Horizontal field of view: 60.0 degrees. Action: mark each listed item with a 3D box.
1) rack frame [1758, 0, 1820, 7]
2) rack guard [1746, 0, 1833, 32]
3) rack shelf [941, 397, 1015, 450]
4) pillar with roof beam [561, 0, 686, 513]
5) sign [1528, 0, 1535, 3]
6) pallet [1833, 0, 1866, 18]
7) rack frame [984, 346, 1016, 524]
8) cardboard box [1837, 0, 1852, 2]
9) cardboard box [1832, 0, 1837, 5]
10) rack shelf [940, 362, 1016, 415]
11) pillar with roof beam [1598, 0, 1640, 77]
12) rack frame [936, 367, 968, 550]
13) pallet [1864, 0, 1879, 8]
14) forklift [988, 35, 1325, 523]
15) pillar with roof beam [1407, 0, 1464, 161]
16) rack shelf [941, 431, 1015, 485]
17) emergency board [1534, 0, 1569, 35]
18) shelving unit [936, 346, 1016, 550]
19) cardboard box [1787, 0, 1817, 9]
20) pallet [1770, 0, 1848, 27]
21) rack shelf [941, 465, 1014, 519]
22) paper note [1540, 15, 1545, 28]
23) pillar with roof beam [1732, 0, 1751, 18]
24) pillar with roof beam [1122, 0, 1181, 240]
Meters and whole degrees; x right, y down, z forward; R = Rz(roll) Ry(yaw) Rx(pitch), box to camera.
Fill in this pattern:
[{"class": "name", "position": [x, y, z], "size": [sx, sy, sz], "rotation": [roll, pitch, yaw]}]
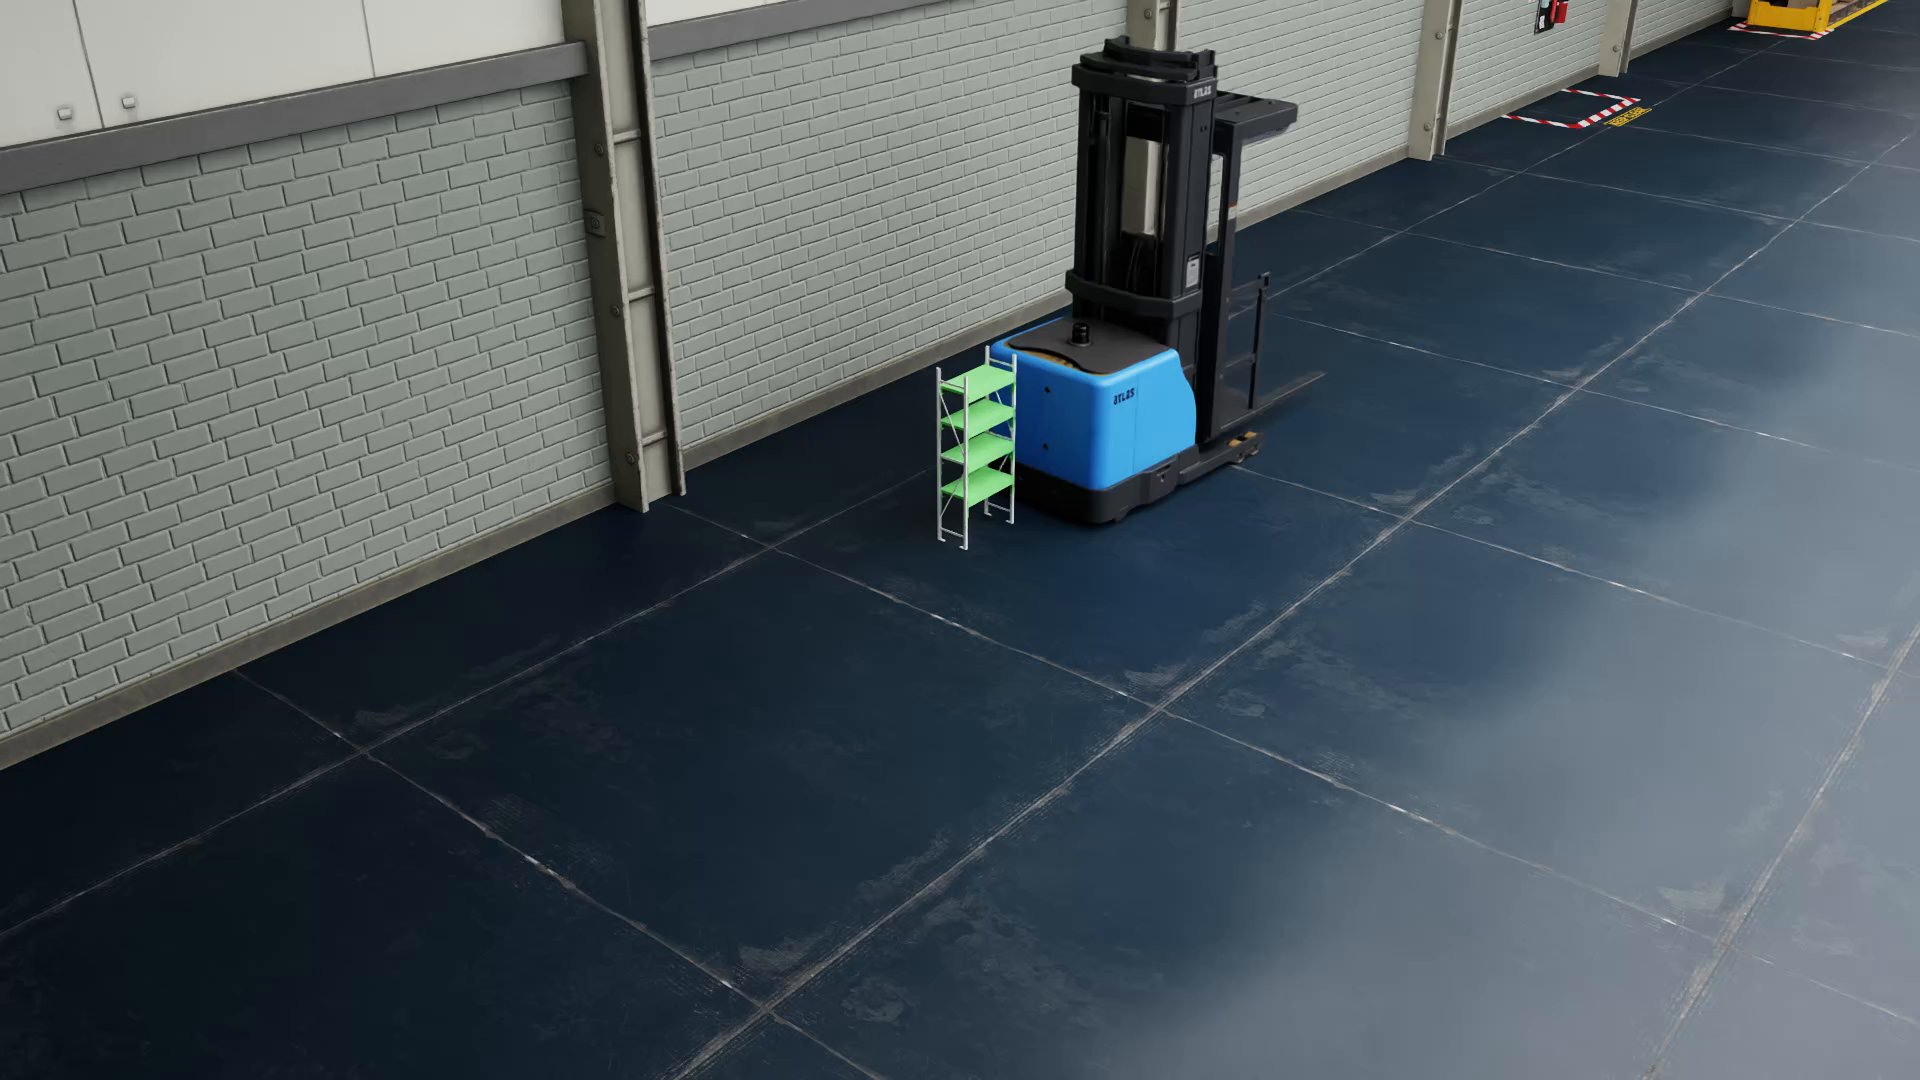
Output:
[{"class": "rack frame", "position": [13.353, -9.638, 26.248], "size": [1.000, 3.000, 0.127], "rotation": [21, 34, 34]}, {"class": "rack guard", "position": [13.402, -8.555, 26.874], "size": [1.175, 0.500, 0.348], "rotation": [21, 34, 34]}, {"class": "rack shelf", "position": [0.105, -0.748, 10.639], "size": [0.258, 0.148, 0.480], "rotation": [21, 34, 34]}, {"class": "pillar with roof beam", "position": [1.187, -3.036, 6.957], "size": [9.100, 9.000, 0.400], "rotation": [21, 34, 34]}, {"class": "sign", "position": [7.282, -6.997, 21.103], "size": [0.001, 0.329, 0.234], "rotation": [21, 34, 34]}, {"class": "pallet", "position": [14.722, -9.135, 28.310], "size": [1.003, 0.211, 1.213], "rotation": [21, 34, 34]}, {"class": "rack frame", "position": [0.260, -0.678, 10.887], "size": [0.240, 1.200, 0.015], "rotation": [21, 34, 34]}, {"class": "cardboard box", "position": [14.731, -9.390, 28.010], "size": [0.700, 0.500, 0.500], "rotation": [18, 33, 31]}, {"class": "cardboard box", "position": [14.226, -9.060, 27.579], "size": [0.500, 0.311, 0.500], "rotation": [24, 36, 38]}, {"class": "rack shelf", "position": [0.105, -0.961, 10.528], "size": [0.258, 0.148, 0.480], "rotation": [21, 34, 34]}, {"class": "pillar with roof beam", "position": [12.637, -9.418, 19.294], "size": [9.100, 9.000, 0.400], "rotation": [21, 34, 34]}, {"class": "rack frame", "position": [-0.050, -0.505, 10.552], "size": [0.240, 1.200, 0.015], "rotation": [21, 34, 34]}, {"class": "pallet", "position": [15.498, -9.569, 29.150], "size": [1.003, 0.211, 1.213], "rotation": [21, 34, 34]}, {"class": "forklift", "position": [1.558, -1.998, 11.554], "size": [1.130, 2.935, 3.031], "rotation": [23, 35, 37]}, {"class": "pillar with roof beam", "position": [8.820, -7.291, 15.181], "size": [9.100, 9.000, 0.400], "rotation": [21, 34, 34]}, {"class": "rack shelf", "position": [0.105, -0.535, 10.749], "size": [0.258, 0.148, 0.480], "rotation": [21, 34, 34]}, {"class": "emergency board", "position": [7.714, -7.147, 21.432], "size": [0.194, 1.169, 0.643], "rotation": [21, 34, 34]}, {"class": "shelving unit", "position": [0.105, -0.592, 10.720], "size": [0.258, 1.200, 0.503], "rotation": [21, 34, 34]}, {"class": "cardboard box", "position": [13.863, -8.858, 27.188], "size": [0.500, 0.311, 0.500], "rotation": [17, 32, 29]}, {"class": "pallet", "position": [13.946, -8.704, 27.477], "size": [1.003, 0.211, 1.213], "rotation": [21, 34, 34]}, {"class": "rack shelf", "position": [0.105, -0.322, 10.859], "size": [0.258, 0.148, 0.480], "rotation": [21, 34, 34]}, {"class": "paper note", "position": [7.548, -6.713, 21.552], "size": [0.016, 0.148, 0.142], "rotation": [21, 34, 34]}, {"class": "pillar with roof beam", "position": [16.453, -11.545, 23.406], "size": [9.100, 9.000, 0.400], "rotation": [21, 34, 34]}, {"class": "pillar with roof beam", "position": [5.004, -5.163, 11.069], "size": [9.100, 9.000, 0.400], "rotation": [21, 34, 34]}]
